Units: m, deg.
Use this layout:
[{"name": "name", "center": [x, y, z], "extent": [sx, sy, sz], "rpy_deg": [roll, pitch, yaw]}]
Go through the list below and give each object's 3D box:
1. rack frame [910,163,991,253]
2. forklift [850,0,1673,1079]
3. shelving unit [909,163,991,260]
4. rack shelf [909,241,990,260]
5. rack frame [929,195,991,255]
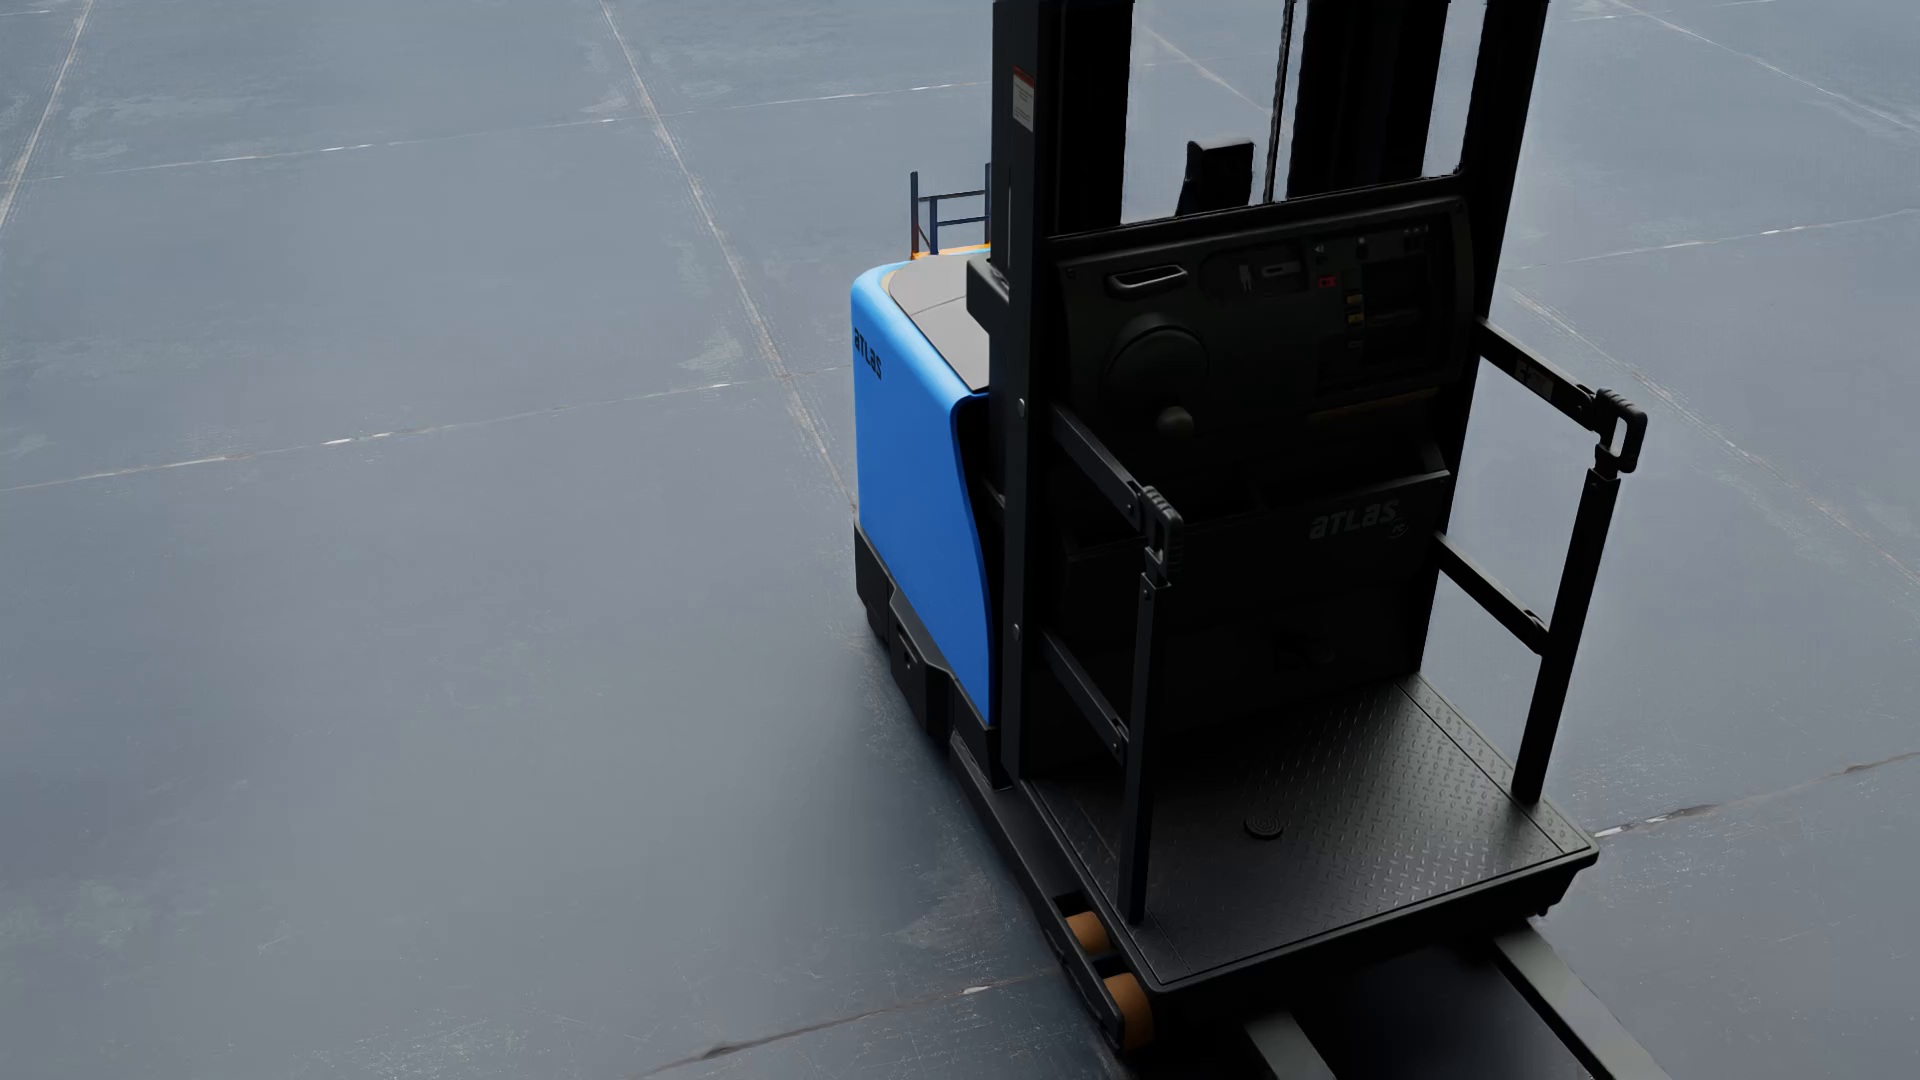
[{"name": "rack frame", "center": [-0.023, -0.541, 4.980], "extent": [0.240, 1.200, 0.006], "rpy_deg": [-10, 35, -15]}, {"name": "forklift", "center": [0.711, -0.388, 3.178], "extent": [1.130, 2.935, 3.031], "rpy_deg": [-12, 35, -18]}, {"name": "shelving unit", "center": [0.004, -0.493, 4.908], "extent": [0.258, 1.200, 0.189], "rpy_deg": [-10, 35, -15]}, {"name": "rack shelf", "center": [0.004, -0.756, 4.734], "extent": [0.258, 0.103, 0.180], "rpy_deg": [-10, 35, -15]}, {"name": "rack frame", "center": [0.032, -0.445, 4.835], "extent": [0.240, 1.200, 0.006], "rpy_deg": [-10, 35, -15]}]
